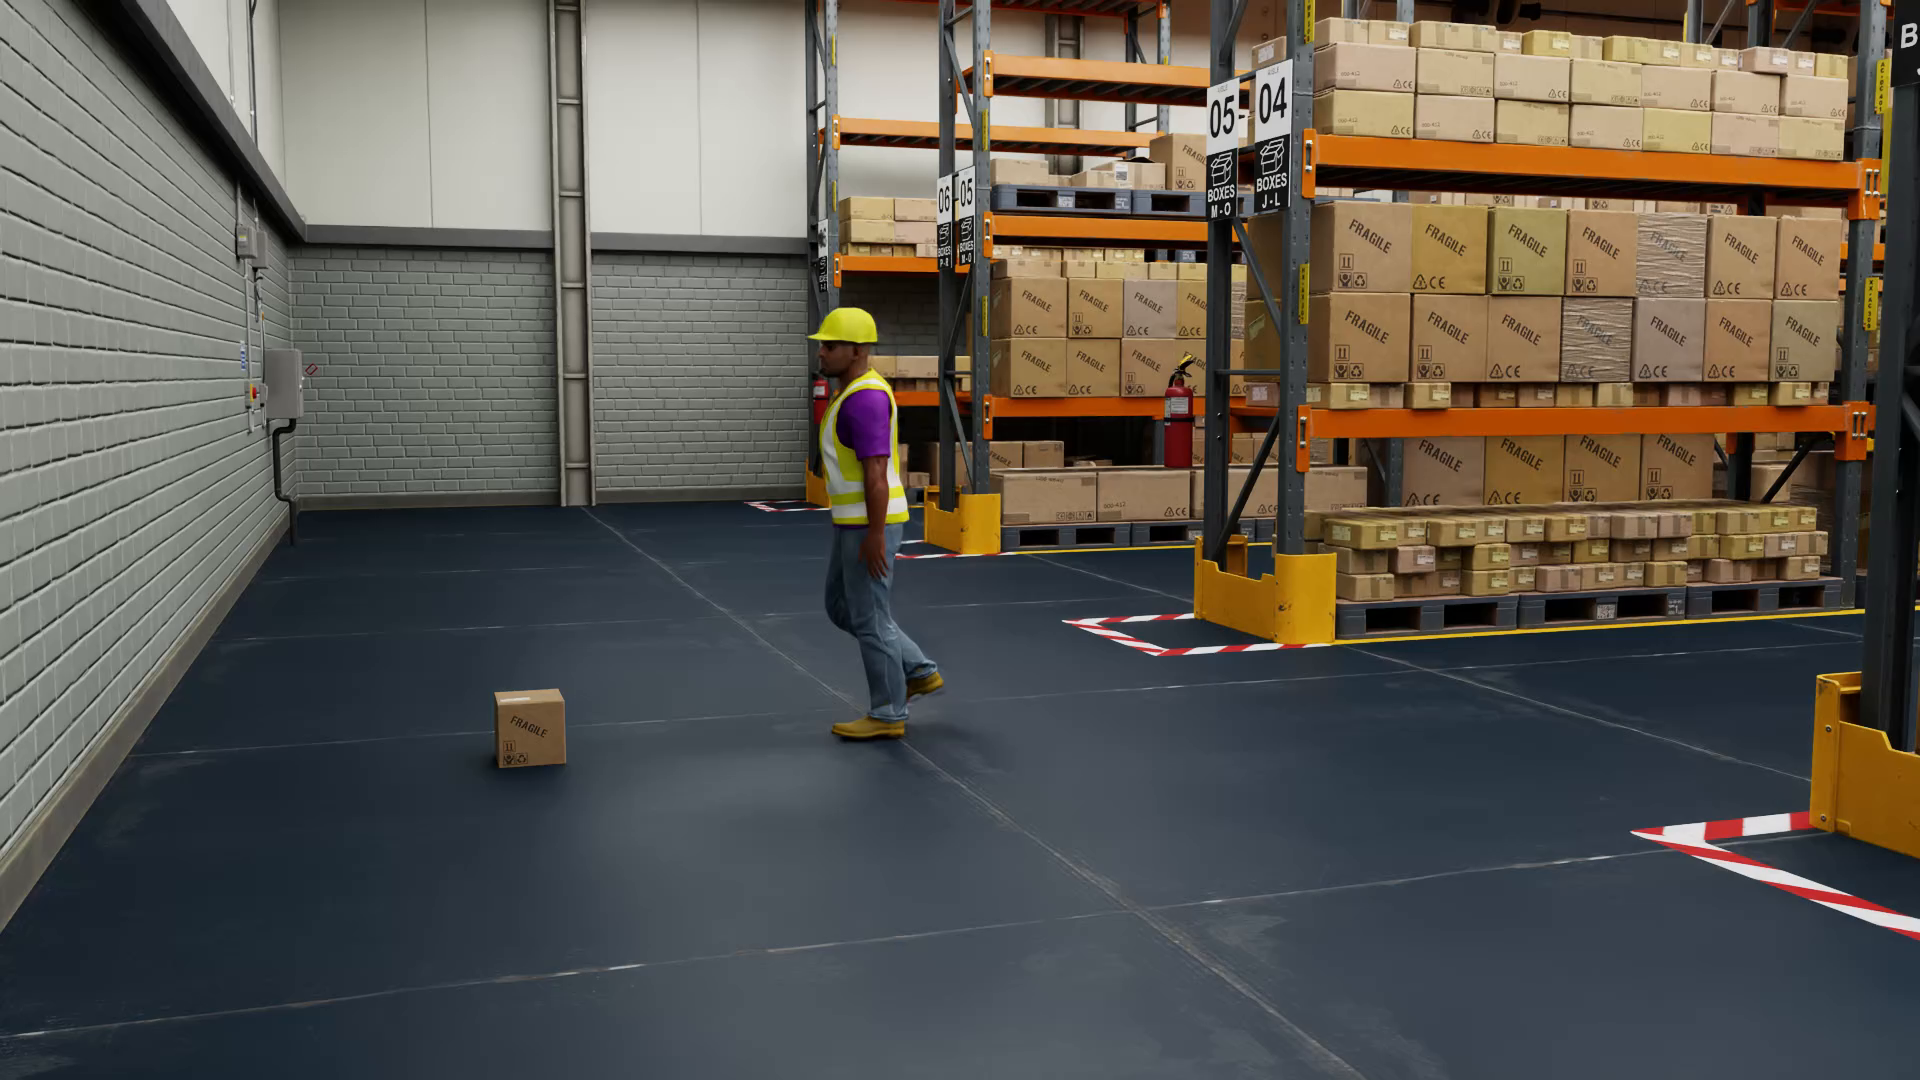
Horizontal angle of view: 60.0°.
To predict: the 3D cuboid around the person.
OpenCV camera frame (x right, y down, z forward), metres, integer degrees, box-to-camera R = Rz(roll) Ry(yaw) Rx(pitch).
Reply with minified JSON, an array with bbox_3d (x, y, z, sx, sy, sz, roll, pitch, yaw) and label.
[{"bbox_3d":[-0.338,-0.063,6.818,0.566,1.760,0.614,-1,6,-6],"label":"person"}]
